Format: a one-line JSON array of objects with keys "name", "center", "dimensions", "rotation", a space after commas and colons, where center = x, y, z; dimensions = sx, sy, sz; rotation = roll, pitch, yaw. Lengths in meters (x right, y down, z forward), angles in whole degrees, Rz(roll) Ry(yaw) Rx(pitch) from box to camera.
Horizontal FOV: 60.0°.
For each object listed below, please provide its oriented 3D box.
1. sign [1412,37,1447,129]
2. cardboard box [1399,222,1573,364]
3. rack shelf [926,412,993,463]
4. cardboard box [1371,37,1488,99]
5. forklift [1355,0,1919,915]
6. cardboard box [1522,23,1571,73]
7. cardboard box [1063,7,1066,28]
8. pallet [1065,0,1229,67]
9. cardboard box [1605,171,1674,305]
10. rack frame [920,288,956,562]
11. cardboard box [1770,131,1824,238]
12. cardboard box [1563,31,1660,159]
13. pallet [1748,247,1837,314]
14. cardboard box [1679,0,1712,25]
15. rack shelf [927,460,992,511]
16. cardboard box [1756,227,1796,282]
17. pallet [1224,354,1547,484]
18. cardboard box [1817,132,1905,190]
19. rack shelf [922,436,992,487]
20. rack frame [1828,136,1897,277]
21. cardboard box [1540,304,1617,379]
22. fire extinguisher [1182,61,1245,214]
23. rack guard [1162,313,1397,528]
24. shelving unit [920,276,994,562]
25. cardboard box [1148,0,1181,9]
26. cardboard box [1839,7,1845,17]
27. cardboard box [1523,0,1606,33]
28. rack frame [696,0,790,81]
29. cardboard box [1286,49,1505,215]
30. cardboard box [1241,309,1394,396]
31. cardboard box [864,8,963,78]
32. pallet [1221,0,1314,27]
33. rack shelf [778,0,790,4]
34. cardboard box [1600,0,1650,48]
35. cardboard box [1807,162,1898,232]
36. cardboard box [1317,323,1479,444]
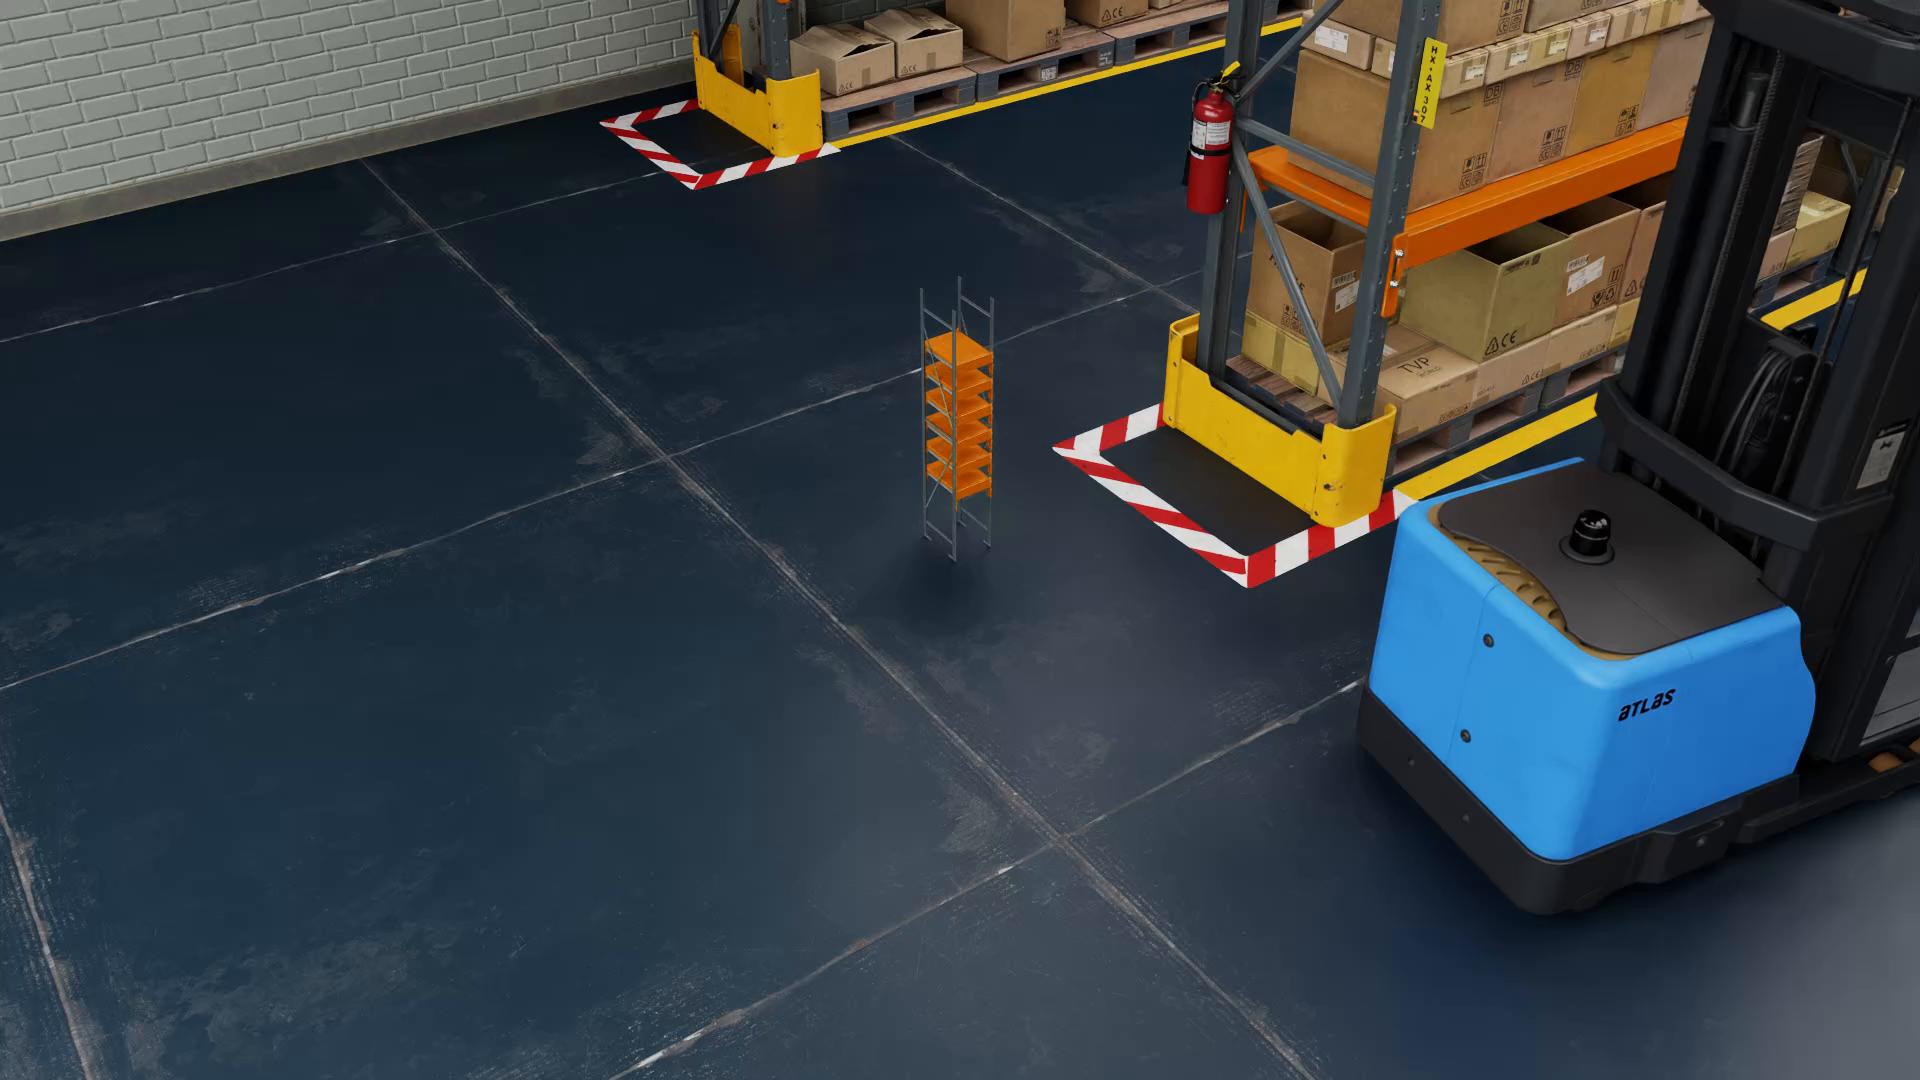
[{"name": "sign", "center": [1.768, -1.718, 6.261], "dimensions": [0.005, 0.325, 0.100], "rotation": [-22, 41, -28]}, {"name": "cardboard box", "center": [2.427, -1.203, 7.707], "dimensions": [0.500, 0.500, 0.500], "rotation": [-22, 41, -28]}, {"name": "rack shelf", "center": [-0.012, -0.446, 6.919], "dimensions": [0.180, 0.103, 0.258], "rotation": [-22, 41, -28]}, {"name": "cardboard box", "center": [1.898, -1.935, 6.730], "dimensions": [0.250, 0.149, 0.380], "rotation": [-23, 41, -28]}, {"name": "forklift", "center": [3.019, -0.531, 5.478], "dimensions": [3.031, 2.935, 1.130], "rotation": [-15, 38, -20]}, {"name": "cardboard box", "center": [2.317, -2.108, 6.971], "dimensions": [0.250, 0.149, 0.380], "rotation": [-22, 41, -28]}, {"name": "cardboard box", "center": [0.547, -3.803, 12.033], "dimensions": [0.250, 0.149, 0.380], "rotation": [-26, 43, -31]}, {"name": "pallet", "center": [1.337, -3.935, 12.540], "dimensions": [1.213, 0.211, 1.003], "rotation": [-22, 41, -28]}, {"name": "cardboard box", "center": [3.247, -1.537, 8.172], "dimensions": [0.500, 0.500, 0.500], "rotation": [-22, 41, -28]}, {"name": "rack frame", "center": [-0.087, -0.451, 6.850], "dimensions": [0.006, 1.200, 0.240], "rotation": [-22, 41, -28]}, {"name": "cardboard box", "center": [4.054, -1.883, 8.651], "dimensions": [0.500, 0.500, 0.500], "rotation": [-22, 41, -28]}, {"name": "cardboard box", "center": [2.678, -2.136, 7.565], "dimensions": [0.500, 0.500, 0.700], "rotation": [-22, 41, -28]}, {"name": "pallet", "center": [4.049, -1.567, 9.248], "dimensions": [1.213, 0.211, 1.003], "rotation": [-22, 41, -28]}, {"name": "cardboard box", "center": [3.155, -2.451, 7.448], "dimensions": [0.250, 0.149, 0.380], "rotation": [-22, 41, -27]}, {"name": "rack shelf", "center": [-0.012, -0.251, 7.059], "dimensions": [0.180, 0.103, 0.258], "rotation": [-22, 41, -28]}, {"name": "cardboard box", "center": [4.055, -1.577, 8.869], "dimensions": [0.500, 0.250, 0.500], "rotation": [-22, 41, -28]}, {"name": "pallet", "center": [2.054, -0.747, 8.107], "dimensions": [1.213, 0.211, 1.003], "rotation": [-22, 41, -28]}, {"name": "cardboard box", "center": [5.204, -2.249, 9.323], "dimensions": [0.500, 0.311, 0.500], "rotation": [-22, 41, -28]}, {"name": "rack shelf", "center": [-0.012, -0.349, 6.989], "dimensions": [0.180, 0.103, 0.258], "rotation": [-22, 41, -28]}, {"name": "rack frame", "center": [4.723, -2.947, 8.778], "dimensions": [0.127, 3.000, 1.000], "rotation": [-22, 41, -28]}, {"name": "cardboard box", "center": [2.835, -1.068, 8.161], "dimensions": [0.500, 0.250, 0.500], "rotation": [-22, 41, -28]}, {"name": "fire extinguisher", "center": [1.089, -1.752, 7.183], "dimensions": [0.183, 0.674, 0.296], "rotation": [-22, 41, -28]}, {"name": "rack guard", "center": [1.434, -0.578, 7.626], "dimensions": [0.348, 0.500, 1.175], "rotation": [-22, 41, -28]}, {"name": "shelving unit", "center": [-0.012, -0.482, 6.893], "dimensions": [0.189, 1.200, 0.258], "rotation": [-22, 41, -28]}, {"name": "cardboard box", "center": [1.446, -4.144, 12.492], "dimensions": [0.250, 0.166, 0.380], "rotation": [-28, 44, -33]}, {"name": "cardboard box", "center": [3.936, -2.655, 8.286], "dimensions": [0.500, 0.500, 0.700], "rotation": [-23, 42, -28]}, {"name": "cardboard box", "center": [2.312, -2.517, 6.984], "dimensions": [0.500, 0.500, 0.700], "rotation": [-24, 42, -29]}, {"name": "rack frame", "center": [-1.404, -3.964, 10.193], "dimensions": [0.127, 3.000, 1.000], "rotation": [-22, 41, -28]}, {"name": "cardboard box", "center": [1.842, -1.793, 7.088], "dimensions": [0.500, 0.500, 0.700], "rotation": [-22, 41, -28]}, {"name": "cardboard box", "center": [1.721, -0.977, 8.035], "dimensions": [0.500, 0.250, 0.500], "rotation": [-22, 41, -28]}, {"name": "cardboard box", "center": [-0.320, -3.433, 11.380], "dimensions": [0.500, 0.311, 0.500], "rotation": [-19, 40, -24]}, {"name": "pallet", "center": [2.502, -4.440, 13.243], "dimensions": [1.213, 0.211, 1.003], "rotation": [-22, 41, -28]}, {"name": "rack shelf", "center": [0.231, -4.345, 11.338], "dimensions": [4.000, 0.370, 1.077], "rotation": [-22, 41, -28]}, {"name": "cardboard box", "center": [2.741, -2.283, 7.213], "dimensions": [0.250, 0.149, 0.380], "rotation": [-24, 42, -29]}, {"name": "cardboard box", "center": [5.195, -2.018, 9.483], "dimensions": [0.500, 0.250, 0.500], "rotation": [-23, 42, -29]}, {"name": "cardboard box", "center": [2.020, -0.730, 7.691], "dimensions": [0.500, 0.250, 0.500], "rotation": [-22, 41, -28]}]
